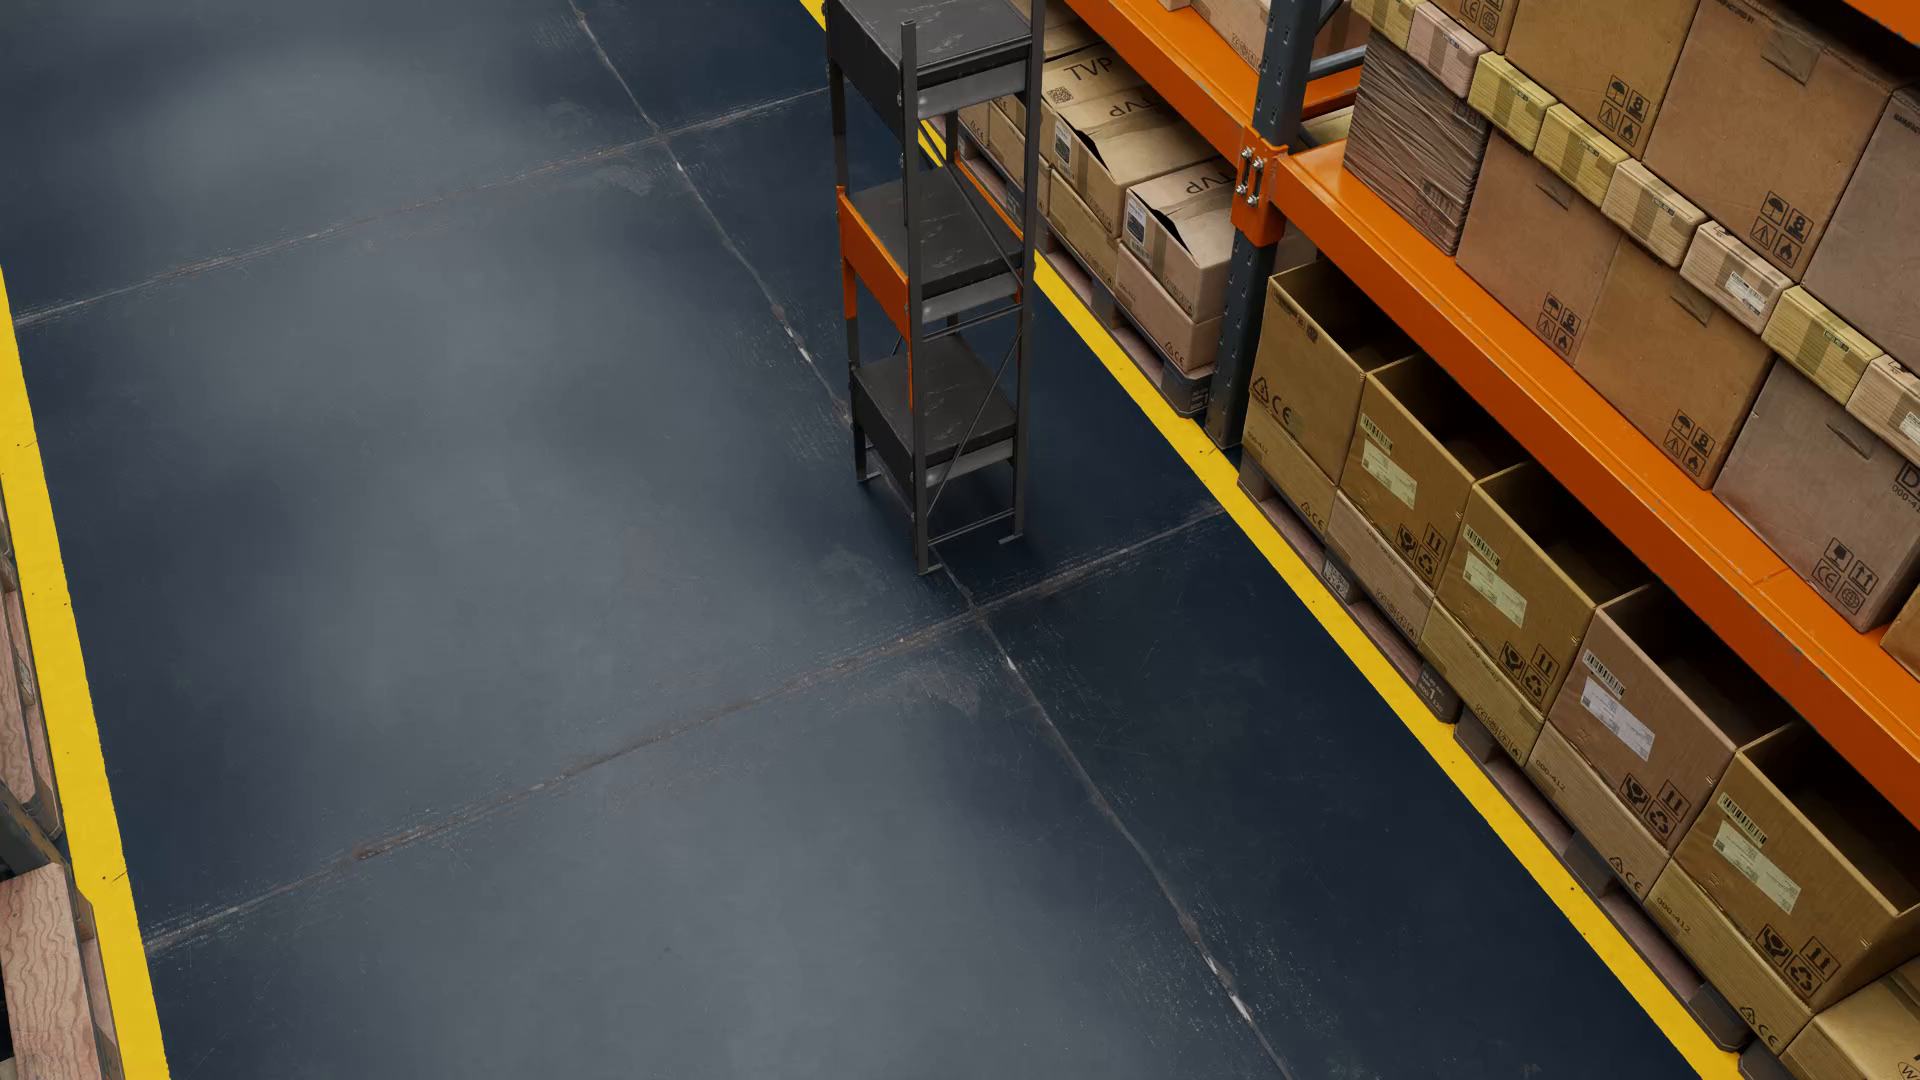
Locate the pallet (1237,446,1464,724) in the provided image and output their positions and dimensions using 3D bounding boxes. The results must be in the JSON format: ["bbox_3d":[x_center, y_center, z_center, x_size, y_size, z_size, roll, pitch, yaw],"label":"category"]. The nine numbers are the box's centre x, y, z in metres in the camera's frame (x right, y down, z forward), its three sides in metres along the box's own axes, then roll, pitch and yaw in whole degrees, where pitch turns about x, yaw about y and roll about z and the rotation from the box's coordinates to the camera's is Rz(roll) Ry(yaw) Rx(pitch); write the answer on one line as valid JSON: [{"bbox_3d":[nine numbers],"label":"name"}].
[{"bbox_3d":[1.691,-0.054,5.657,1.003,0.211,1.213,-21,52,-18],"label":"pallet"}]

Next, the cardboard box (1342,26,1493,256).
[{"bbox_3d":[1.573,-1.257,4.790,0.700,0.500,0.500,-22,53,-18],"label":"cardboard box"}]

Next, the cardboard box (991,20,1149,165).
[{"bbox_3d":[0.454,-1.789,6.497,0.500,0.311,0.500,-21,52,-18],"label":"cardboard box"}]

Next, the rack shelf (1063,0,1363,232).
[{"bbox_3d":[0.449,-2.620,6.527,1.077,0.370,4.000,-21,52,-18],"label":"rack shelf"}]

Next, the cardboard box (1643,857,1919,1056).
[{"bbox_3d":[2.217,1.004,4.427,0.500,0.250,0.500,-21,52,-18],"label":"cardboard box"}]

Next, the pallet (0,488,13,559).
[{"bbox_3d":[-3.959,-0.230,5.811,1.003,0.211,1.213,-21,52,-18],"label":"pallet"}]

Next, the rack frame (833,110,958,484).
[{"bbox_3d":[-0.187,-0.965,5.199,0.400,2.100,0.015,-21,52,-18],"label":"rack frame"}]

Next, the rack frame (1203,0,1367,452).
[{"bbox_3d":[1.364,-1.518,5.085,1.000,3.000,0.127,-21,52,-18],"label":"rack frame"}]

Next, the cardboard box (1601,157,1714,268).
[{"bbox_3d":[1.783,-0.835,3.990,0.380,0.149,0.250,-23,53,-19],"label":"cardboard box"}]

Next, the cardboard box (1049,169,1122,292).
[{"bbox_3d":[0.687,-1.268,6.414,0.500,0.250,0.500,-22,52,-18],"label":"cardboard box"}]

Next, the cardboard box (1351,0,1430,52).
[{"bbox_3d":[1.315,-1.518,4.588,0.380,0.149,0.250,-21,52,-18],"label":"cardboard box"}]

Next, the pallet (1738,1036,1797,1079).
[{"bbox_3d":[2.807,1.579,4.228,1.003,0.211,1.213,-21,52,-18],"label":"pallet"}]

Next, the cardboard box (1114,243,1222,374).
[{"bbox_3d":[0.917,-0.929,6.118,0.500,0.250,0.500,-22,52,-18],"label":"cardboard box"}]

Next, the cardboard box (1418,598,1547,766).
[{"bbox_3d":[1.755,0.336,5.011,0.500,0.250,0.500,-21,52,-18],"label":"cardboard box"}]

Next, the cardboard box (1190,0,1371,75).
[{"bbox_3d":[1.100,-1.784,5.417,0.500,0.250,0.500,-18,51,-15],"label":"cardboard box"}]

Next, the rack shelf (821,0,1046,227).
[{"bbox_3d":[-0.076,-1.254,4.540,0.431,0.518,0.480,-21,52,-18],"label":"rack shelf"}]

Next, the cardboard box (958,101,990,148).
[{"bbox_3d":[0.221,-1.952,7.012,0.500,0.250,0.500,-20,52,-17],"label":"cardboard box"}]

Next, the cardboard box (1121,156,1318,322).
[{"bbox_3d":[0.924,-1.108,5.902,0.500,0.311,0.500,-21,52,-18],"label":"cardboard box"}]

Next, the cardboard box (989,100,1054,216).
[{"bbox_3d":[0.452,-1.611,6.714,0.500,0.250,0.500,-20,52,-17],"label":"cardboard box"}]

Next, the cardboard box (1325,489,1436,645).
[{"bbox_3d":[1.531,0.000,5.305,0.500,0.250,0.500,-21,52,-18],"label":"cardboard box"}]

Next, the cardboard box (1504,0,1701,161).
[{"bbox_3d":[1.805,-1.346,4.006,0.700,0.500,0.500,-21,52,-18],"label":"cardboard box"}]

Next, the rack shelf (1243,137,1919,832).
[{"bbox_3d":[2.279,0.057,4.185,1.077,0.370,4.000,-21,52,-18],"label":"rack shelf"}]

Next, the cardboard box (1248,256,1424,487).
[{"bbox_3d":[1.298,-0.580,5.314,0.500,0.500,0.500,-21,52,-18],"label":"cardboard box"}]

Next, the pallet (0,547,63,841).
[{"bbox_3d":[-3.396,0.588,5.096,1.003,0.211,1.213,-21,52,-18],"label":"pallet"}]

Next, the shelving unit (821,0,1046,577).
[{"bbox_3d":[-0.076,-0.802,5.057,0.431,2.100,0.503,-21,52,-18],"label":"shelving unit"}]

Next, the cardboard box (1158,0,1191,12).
[{"bbox_3d":[0.798,-1.999,5.595,0.396,0.266,0.258,-22,52,-18],"label":"cardboard box"}]

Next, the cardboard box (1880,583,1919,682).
[{"bbox_3d":[2.526,0.125,3.582,0.700,0.500,0.500,-21,52,-17],"label":"cardboard box"}]

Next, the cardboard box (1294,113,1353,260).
[{"bbox_3d":[1.396,-1.298,6.068,0.500,0.311,0.500,-21,52,-17],"label":"cardboard box"}]

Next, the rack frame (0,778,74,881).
[{"bbox_3d":[-3.039,0.190,3.591,1.000,3.000,0.127,-21,52,-18],"label":"rack frame"}]

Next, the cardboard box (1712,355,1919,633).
[{"bbox_3d":[2.281,-0.226,3.889,0.700,0.500,0.500,-20,52,-16],"label":"cardboard box"}]

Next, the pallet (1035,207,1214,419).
[{"bbox_3d":[0.992,-1.080,6.554,1.003,0.211,1.213,-21,52,-18],"label":"pallet"}]

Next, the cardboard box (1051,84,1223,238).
[{"bbox_3d":[0.680,-1.454,6.204,0.500,0.311,0.500,-20,52,-17],"label":"cardboard box"}]

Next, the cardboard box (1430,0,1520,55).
[{"bbox_3d":[1.573,-1.684,4.301,0.700,0.500,0.500,-21,52,-17],"label":"cardboard box"}]

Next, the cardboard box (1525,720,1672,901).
[{"bbox_3d":[1.989,0.669,4.720,0.500,0.250,0.500,-21,52,-18],"label":"cardboard box"}]

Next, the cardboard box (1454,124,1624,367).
[{"bbox_3d":[1.820,-0.906,4.483,0.700,0.500,0.500,-22,52,-18],"label":"cardboard box"}]

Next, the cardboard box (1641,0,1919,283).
[{"bbox_3d":[2.034,-1.010,3.713,0.700,0.500,0.500,-21,52,-18],"label":"cardboard box"}]

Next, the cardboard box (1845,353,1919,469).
[{"bbox_3d":[2.139,-0.315,3.536,0.380,0.149,0.250,-22,52,-18],"label":"cardboard box"}]

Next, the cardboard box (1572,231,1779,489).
[{"bbox_3d":[2.046,-0.569,4.188,0.700,0.500,0.500,-20,52,-17],"label":"cardboard box"}]

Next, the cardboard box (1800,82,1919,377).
[{"bbox_3d":[2.262,-0.676,3.420,0.700,0.500,0.500,-21,52,-17],"label":"cardboard box"}]

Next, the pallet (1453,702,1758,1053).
[{"bbox_3d":[2.253,0.764,4.942,1.003,0.211,1.213,-21,52,-18],"label":"pallet"}]

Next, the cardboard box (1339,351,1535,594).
[{"bbox_3d":[1.534,-0.248,5.024,0.500,0.500,0.500,-21,52,-18],"label":"cardboard box"}]

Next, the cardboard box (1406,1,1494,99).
[{"bbox_3d":[1.430,-1.350,4.441,0.380,0.149,0.250,-20,52,-17],"label":"cardboard box"}]

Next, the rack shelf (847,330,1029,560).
[{"bbox_3d":[-0.076,-0.332,5.594,0.431,0.518,0.480,-21,52,-18],"label":"rack shelf"}]

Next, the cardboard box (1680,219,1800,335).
[{"bbox_3d":[1.908,-0.657,3.835,0.380,0.149,0.250,-23,53,-19],"label":"cardboard box"}]

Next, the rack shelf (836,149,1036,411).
[{"bbox_3d":[-0.076,-0.793,5.067,0.431,0.518,0.480,-21,52,-18],"label":"rack shelf"}]

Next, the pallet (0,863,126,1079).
[{"bbox_3d":[-2.700,1.546,4.258,1.003,0.211,1.213,-21,52,-18],"label":"pallet"}]

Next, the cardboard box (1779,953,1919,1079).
[{"bbox_3d":[2.447,1.338,4.135,0.500,0.250,0.500,-21,52,-18],"label":"cardboard box"}]

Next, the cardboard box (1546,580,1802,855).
[{"bbox_3d":[1.986,0.423,4.437,0.500,0.500,0.500,-21,52,-18],"label":"cardboard box"}]

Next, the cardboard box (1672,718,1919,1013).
[{"bbox_3d":[2.214,0.758,4.144,0.500,0.500,0.500,-21,52,-18],"label":"cardboard box"}]

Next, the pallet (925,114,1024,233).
[{"bbox_3d":[0.430,-1.898,7.269,1.003,0.211,1.213,-21,52,-18],"label":"pallet"}]

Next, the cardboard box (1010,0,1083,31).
[{"bbox_3d":[0.227,-2.127,6.793,0.500,0.311,0.500,-22,52,-18],"label":"cardboard box"}]

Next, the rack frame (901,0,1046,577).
[{"bbox_3d":[0.036,-0.639,4.914,0.400,2.100,0.015,-21,52,-18],"label":"rack frame"}]

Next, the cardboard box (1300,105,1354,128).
[{"bbox_3d":[1.172,-1.635,6.363,0.500,0.311,0.500,-22,52,-18],"label":"cardboard box"}]

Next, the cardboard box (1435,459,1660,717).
[{"bbox_3d":[1.756,0.089,4.729,0.500,0.500,0.500,-21,52,-18],"label":"cardboard box"}]

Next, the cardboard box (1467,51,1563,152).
[{"bbox_3d":[1.550,-1.178,4.290,0.380,0.149,0.250,-22,53,-18],"label":"cardboard box"}]

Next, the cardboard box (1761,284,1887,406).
[{"bbox_3d":[2.027,-0.483,3.682,0.380,0.149,0.250,-22,52,-18],"label":"cardboard box"}]

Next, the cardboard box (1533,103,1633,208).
[{"bbox_3d":[1.671,-1.003,4.137,0.380,0.149,0.250,-22,52,-18],"label":"cardboard box"}]

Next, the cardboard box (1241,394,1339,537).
[{"bbox_3d":[1.307,-0.337,5.599,0.500,0.250,0.500,-21,52,-18],"label":"cardboard box"}]
